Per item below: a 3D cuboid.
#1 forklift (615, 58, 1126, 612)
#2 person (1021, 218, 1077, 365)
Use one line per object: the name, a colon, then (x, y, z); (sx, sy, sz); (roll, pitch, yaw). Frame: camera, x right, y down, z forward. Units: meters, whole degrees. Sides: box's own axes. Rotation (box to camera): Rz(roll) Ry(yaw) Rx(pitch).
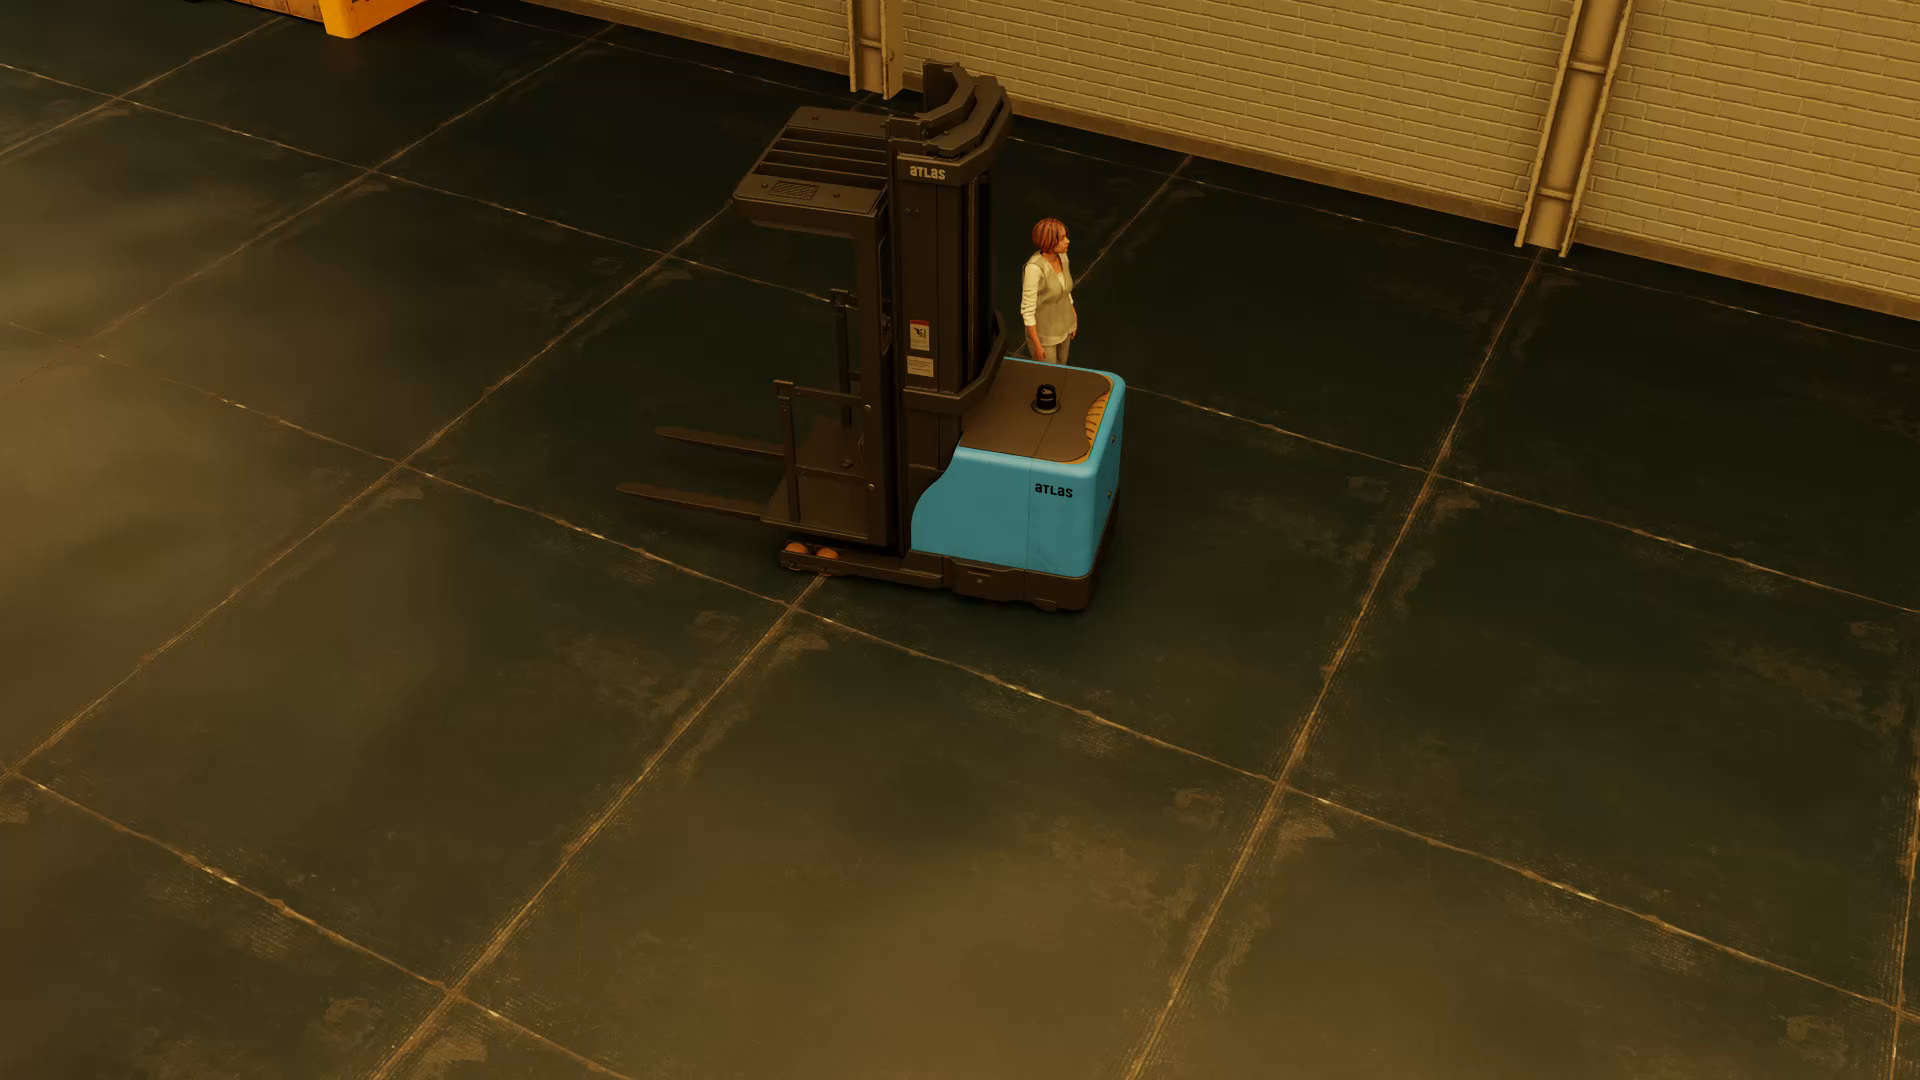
forklift: (-0.590, -1.223, 9.439); (3.031, 2.935, 1.130); (10, 41, 11)
person: (0.631, -1.268, 10.517); (0.473, 1.598, 0.521); (22, 45, 24)
